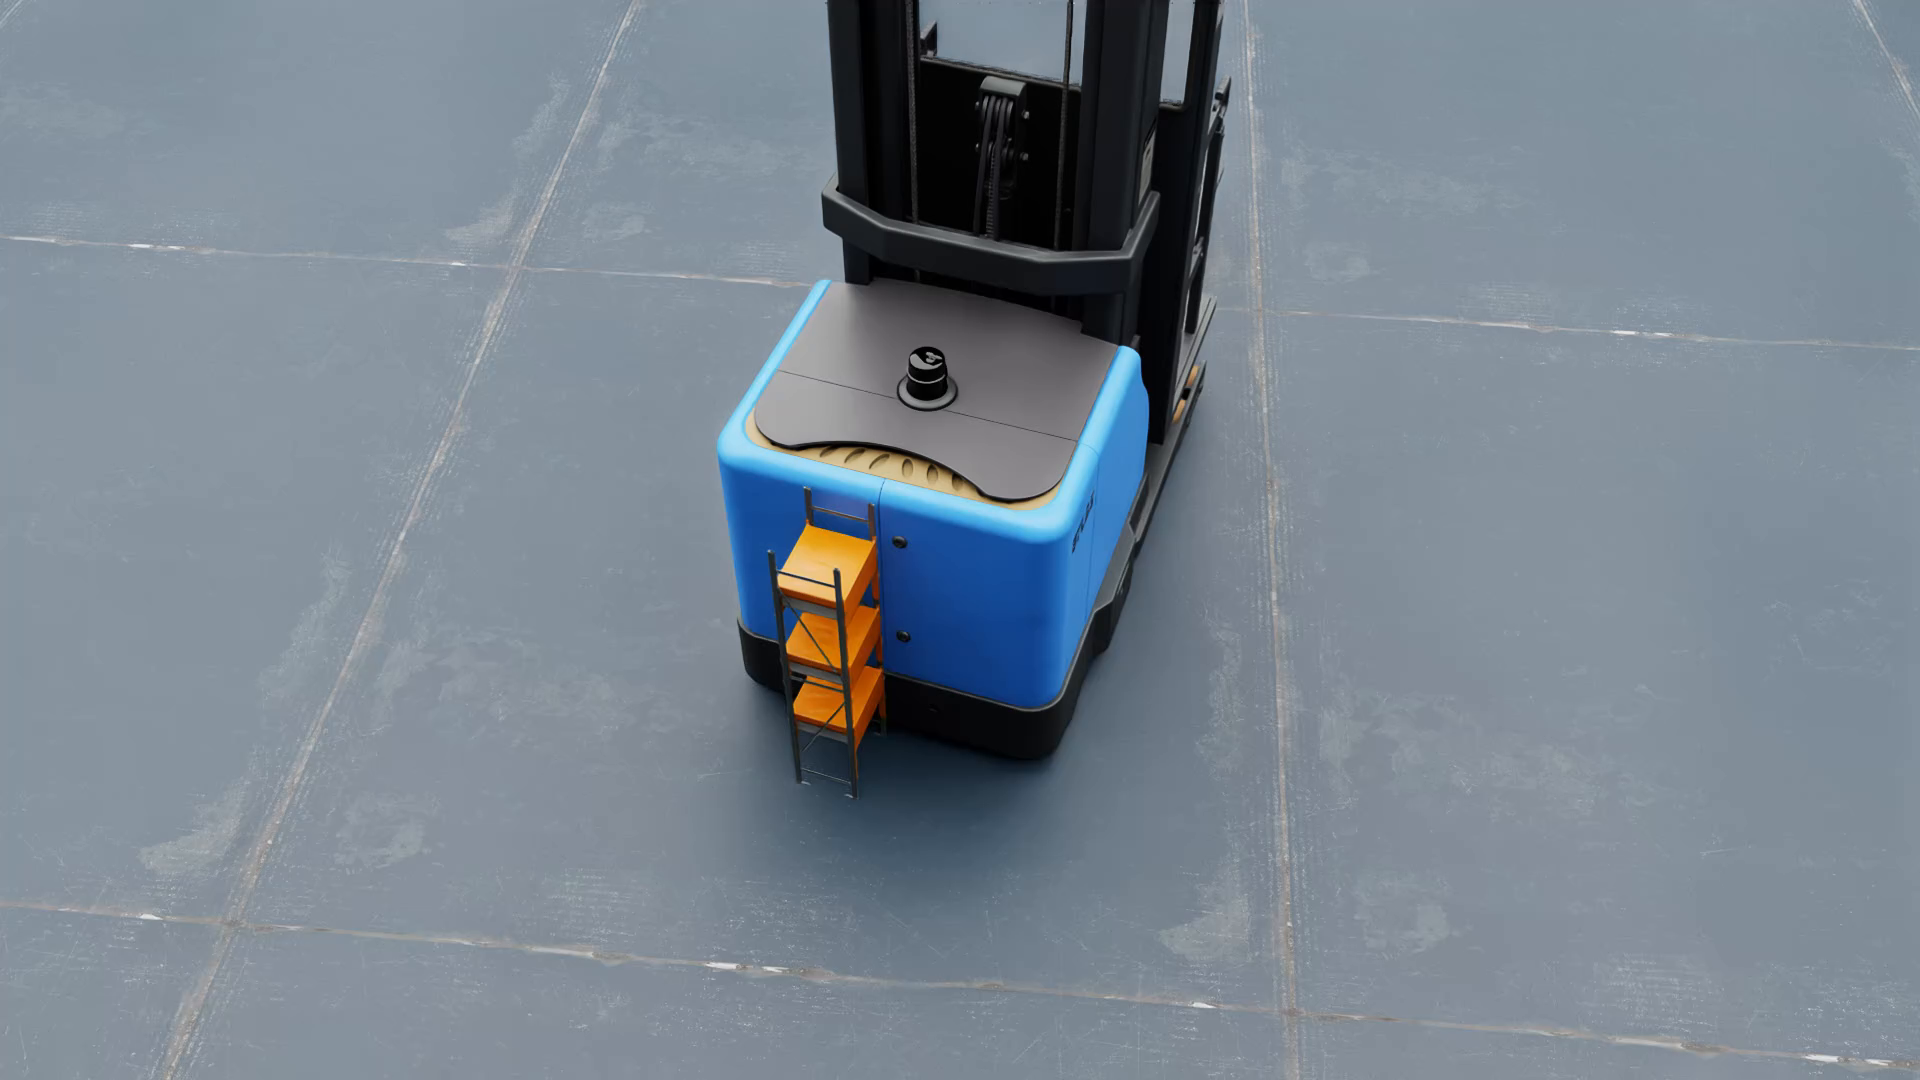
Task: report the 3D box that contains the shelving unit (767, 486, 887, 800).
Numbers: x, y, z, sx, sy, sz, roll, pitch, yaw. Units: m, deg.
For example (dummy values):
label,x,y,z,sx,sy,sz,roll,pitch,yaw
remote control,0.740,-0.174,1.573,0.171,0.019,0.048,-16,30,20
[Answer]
label,x,y,z,sx,sy,sz,roll,pitch,yaw
shelving unit,-0.363,0.322,4.744,0.215,1.050,0.252,14,49,13

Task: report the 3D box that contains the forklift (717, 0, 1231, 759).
label,x,y,z,sx,sy,sz,roll,pitch,yaw
forklift,0.274,-1.437,5.078,1.130,2.935,3.031,14,49,13

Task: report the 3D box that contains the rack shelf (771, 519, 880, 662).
label,x,y,z,sx,sy,sz,roll,pitch,yaw
rack shelf,-0.363,0.137,4.543,0.215,0.259,0.240,14,49,13

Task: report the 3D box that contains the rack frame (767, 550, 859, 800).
label,x,y,z,sx,sy,sz,roll,pitch,yaw
rack frame,-0.403,0.407,4.666,0.200,1.050,0.008,14,49,13

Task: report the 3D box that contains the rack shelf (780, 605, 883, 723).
label,x,y,z,sx,sy,sz,roll,pitch,yaw
rack shelf,-0.363,0.329,4.752,0.215,0.259,0.240,14,49,13

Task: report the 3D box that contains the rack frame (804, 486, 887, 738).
label,x,y,z,sx,sy,sz,roll,pitch,yaw
rack frame,-0.323,0.237,4.822,0.200,1.050,0.008,14,49,13

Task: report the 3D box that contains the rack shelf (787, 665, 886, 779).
label,x,y,z,sx,sy,sz,roll,pitch,yaw
rack shelf,-0.363,0.516,4.957,0.215,0.259,0.240,14,49,13
